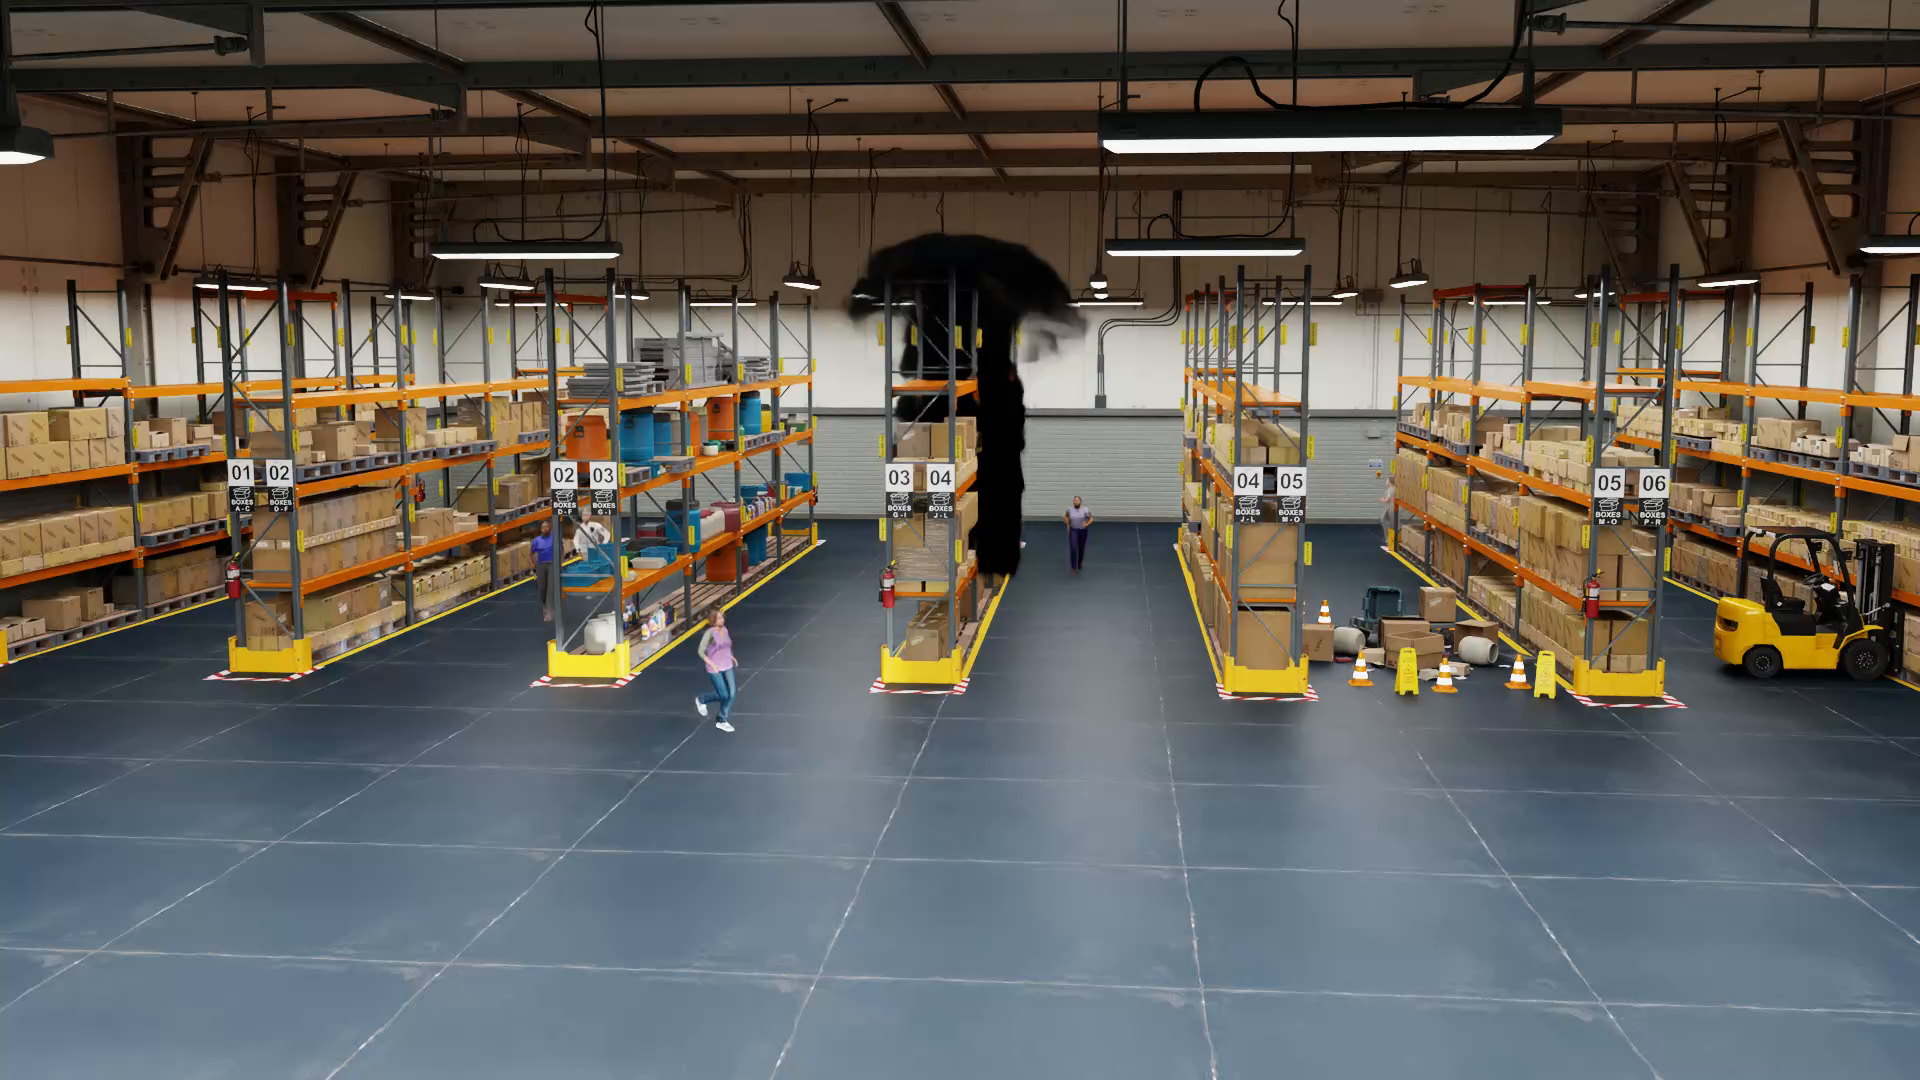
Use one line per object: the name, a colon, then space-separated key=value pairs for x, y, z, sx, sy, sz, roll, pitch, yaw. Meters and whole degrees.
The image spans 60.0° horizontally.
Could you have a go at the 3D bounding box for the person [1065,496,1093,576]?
person: x=2.537 y=-0.114 z=35.474 sx=0.601 sy=1.686 sz=0.796 roll=0 pitch=7 yaw=3

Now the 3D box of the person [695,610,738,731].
person: x=-3.128 y=1.669 z=21.366 sx=0.579 sy=1.535 sz=0.550 roll=5 pitch=9 yaw=36

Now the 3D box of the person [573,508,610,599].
person: x=-6.706 y=0.251 z=30.055 sx=0.605 sy=1.667 sz=0.585 roll=1 pitch=7 yaw=10

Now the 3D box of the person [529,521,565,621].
person: x=-6.954 y=0.509 z=28.025 sx=0.578 sy=1.655 sz=0.703 roll=-1 pitch=7 yaw=-11

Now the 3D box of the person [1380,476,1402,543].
person: x=10.555 y=-0.715 z=40.467 sx=0.658 sy=1.704 sz=0.600 roll=2 pitch=7 yaw=17
